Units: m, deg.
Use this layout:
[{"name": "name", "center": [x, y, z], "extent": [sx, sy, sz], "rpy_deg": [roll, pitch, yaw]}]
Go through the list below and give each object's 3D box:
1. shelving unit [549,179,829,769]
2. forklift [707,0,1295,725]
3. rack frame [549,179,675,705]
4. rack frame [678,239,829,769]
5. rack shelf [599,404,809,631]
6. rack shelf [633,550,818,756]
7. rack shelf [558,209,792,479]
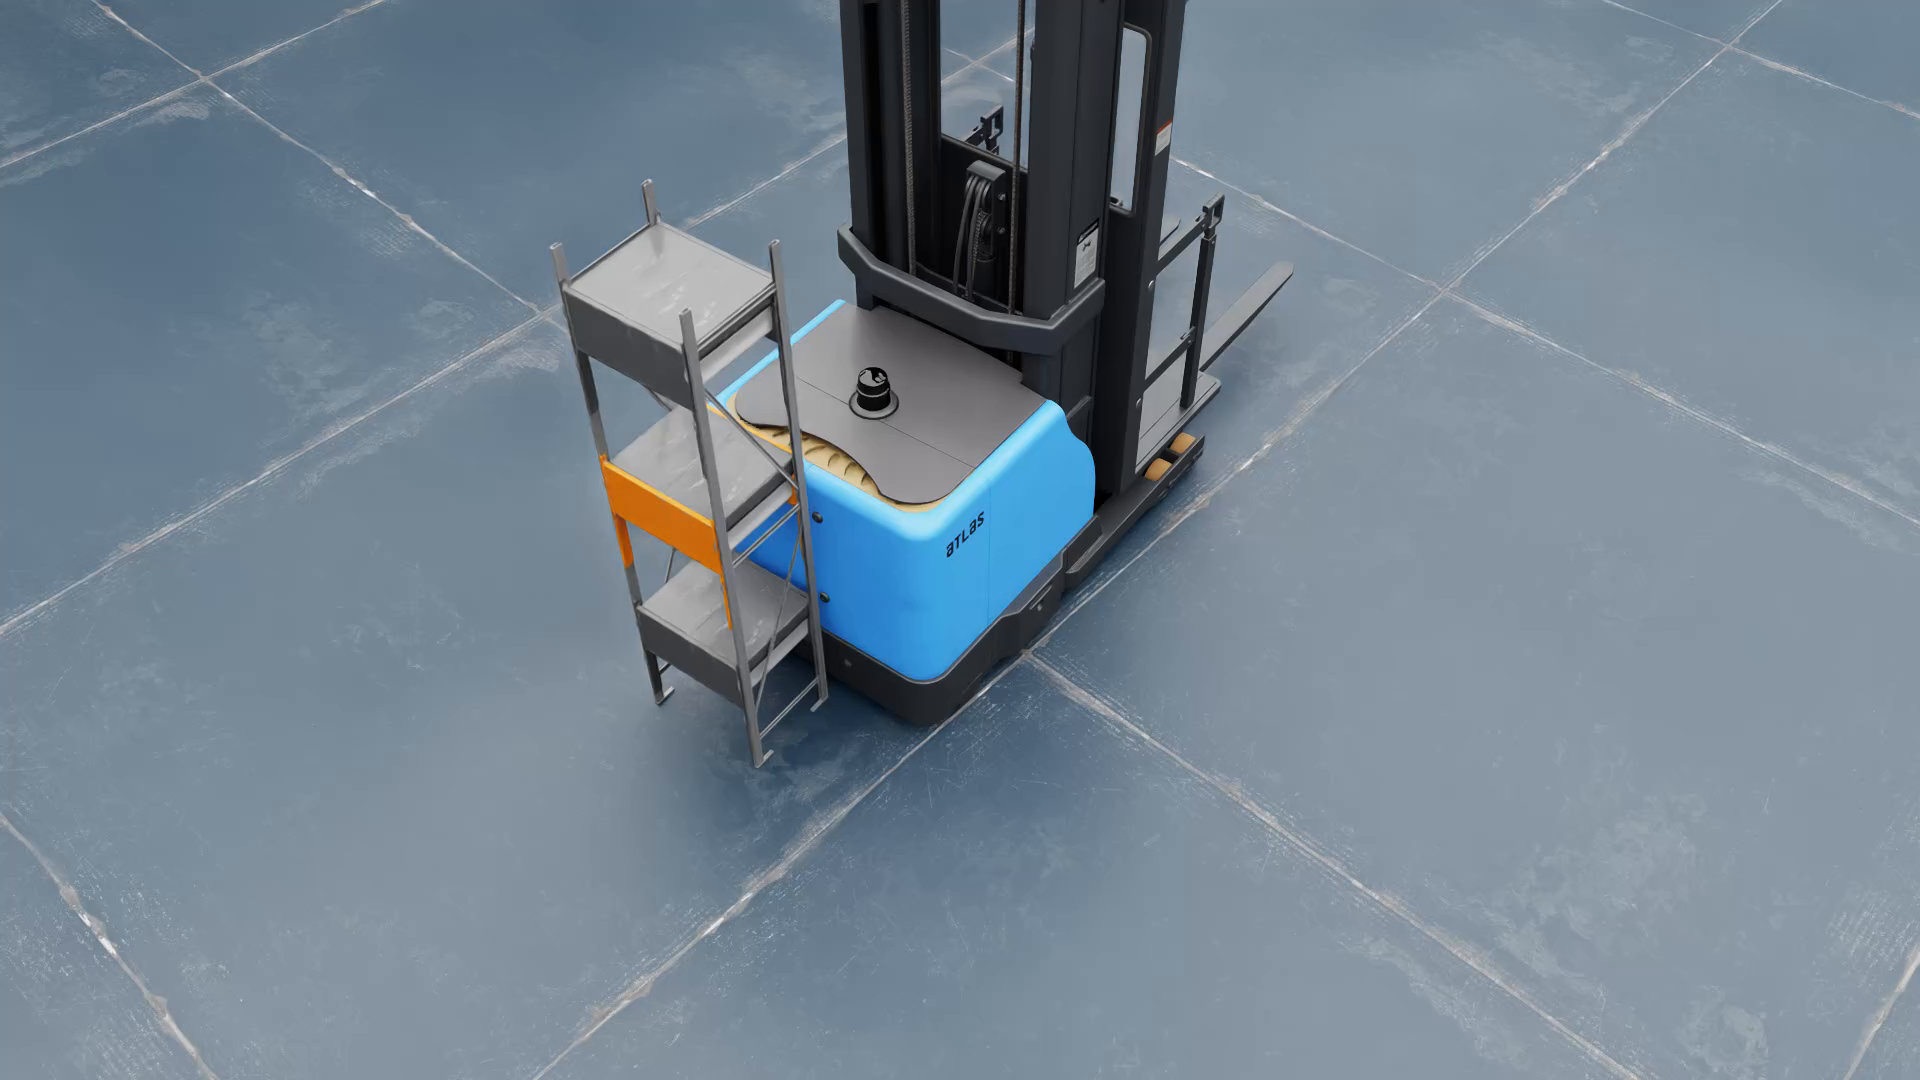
[{"name": "shelving unit", "center": [-0.817, -0.115, 5.414], "extent": [0.503, 2.100, 0.431], "rpy_deg": [28, 54, 24]}, {"name": "forklift", "center": [0.369, -1.368, 6.024], "extent": [1.130, 2.935, 3.031], "rpy_deg": [28, 53, 24]}, {"name": "rack frame", "center": [-1.014, -0.220, 5.513], "extent": [0.015, 2.100, 0.400], "rpy_deg": [28, 54, 24]}, {"name": "rack frame", "center": [-0.621, -0.009, 5.315], "extent": [0.015, 2.100, 0.400], "rpy_deg": [28, 54, 24]}, {"name": "rack shelf", "center": [-0.817, -0.105, 5.424], "extent": [0.480, 0.518, 0.431], "rpy_deg": [28, 54, 24]}, {"name": "rack shelf", "center": [-0.813, 0.369, 5.938], "extent": [0.480, 0.518, 0.431], "rpy_deg": [28, 54, 24]}, {"name": "rack shelf", "center": [-0.822, -0.580, 4.909], "extent": [0.480, 0.518, 0.431], "rpy_deg": [28, 54, 24]}]
